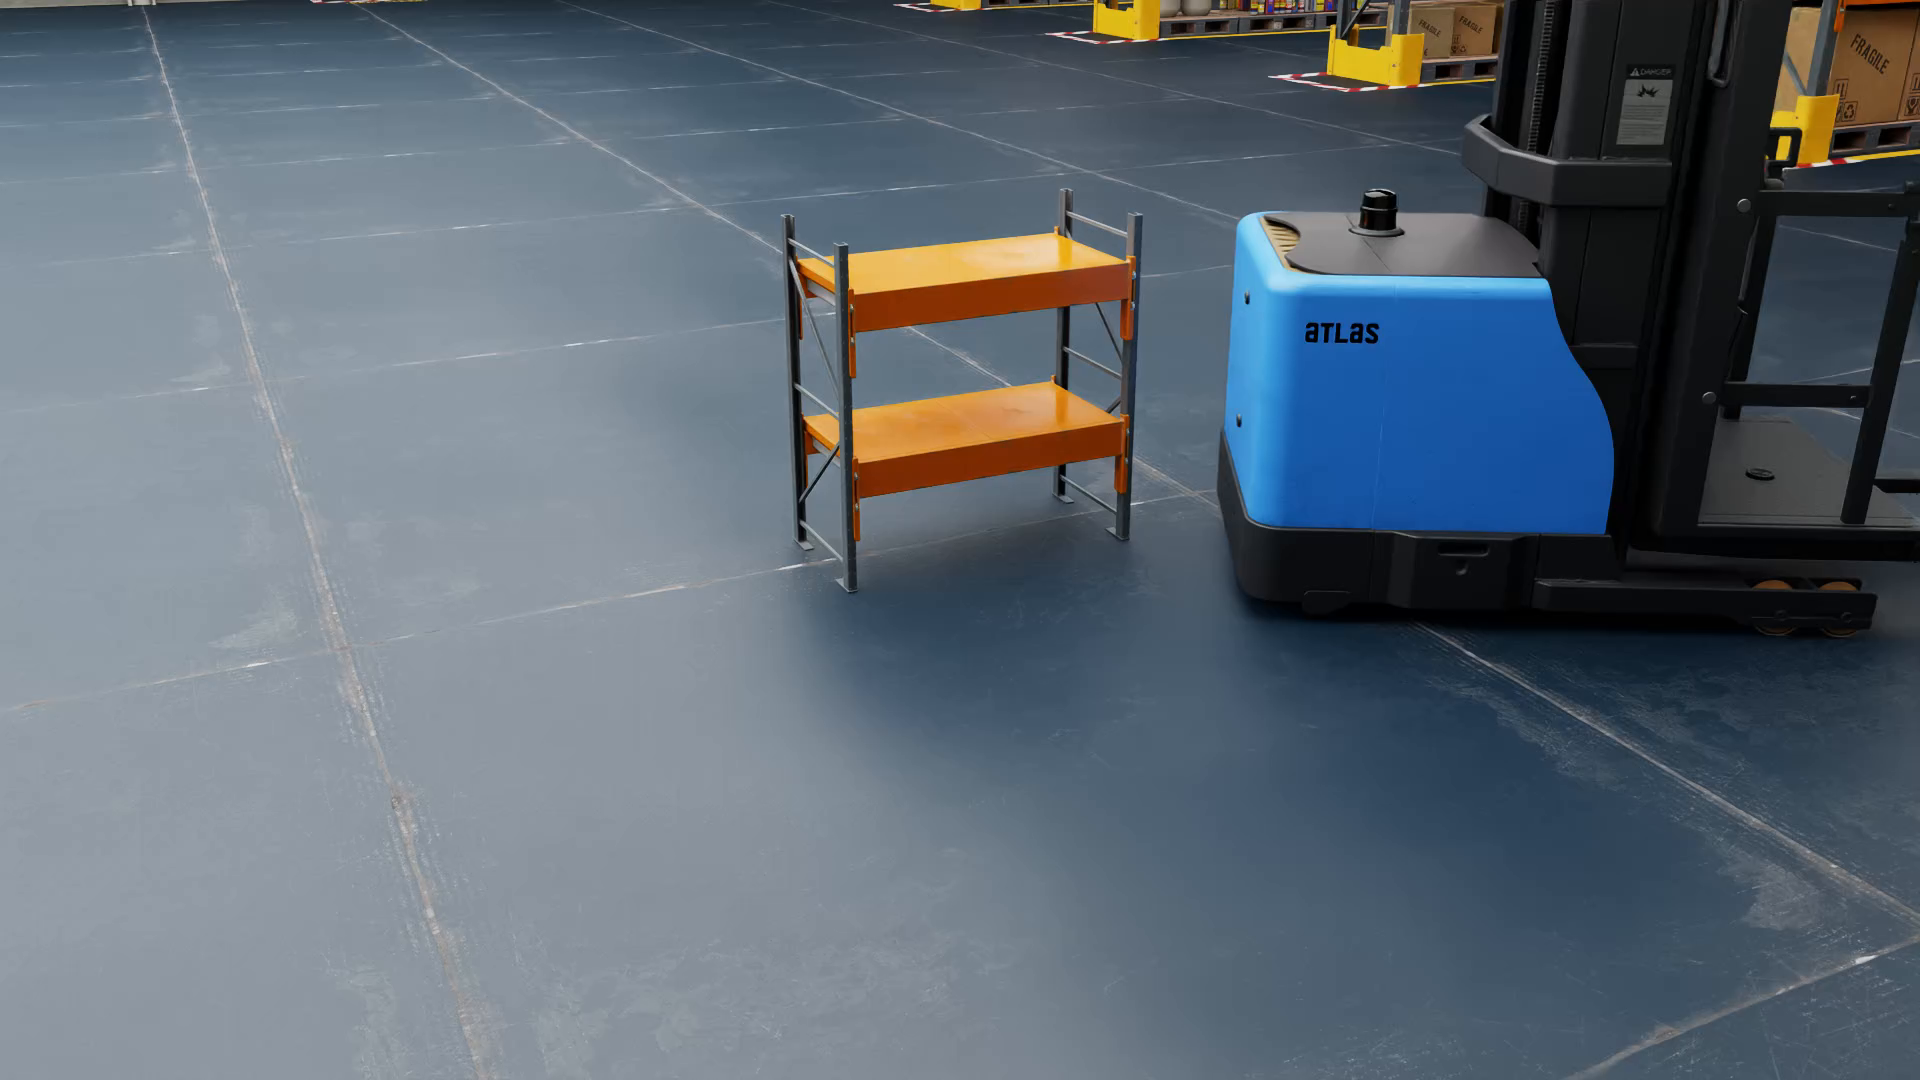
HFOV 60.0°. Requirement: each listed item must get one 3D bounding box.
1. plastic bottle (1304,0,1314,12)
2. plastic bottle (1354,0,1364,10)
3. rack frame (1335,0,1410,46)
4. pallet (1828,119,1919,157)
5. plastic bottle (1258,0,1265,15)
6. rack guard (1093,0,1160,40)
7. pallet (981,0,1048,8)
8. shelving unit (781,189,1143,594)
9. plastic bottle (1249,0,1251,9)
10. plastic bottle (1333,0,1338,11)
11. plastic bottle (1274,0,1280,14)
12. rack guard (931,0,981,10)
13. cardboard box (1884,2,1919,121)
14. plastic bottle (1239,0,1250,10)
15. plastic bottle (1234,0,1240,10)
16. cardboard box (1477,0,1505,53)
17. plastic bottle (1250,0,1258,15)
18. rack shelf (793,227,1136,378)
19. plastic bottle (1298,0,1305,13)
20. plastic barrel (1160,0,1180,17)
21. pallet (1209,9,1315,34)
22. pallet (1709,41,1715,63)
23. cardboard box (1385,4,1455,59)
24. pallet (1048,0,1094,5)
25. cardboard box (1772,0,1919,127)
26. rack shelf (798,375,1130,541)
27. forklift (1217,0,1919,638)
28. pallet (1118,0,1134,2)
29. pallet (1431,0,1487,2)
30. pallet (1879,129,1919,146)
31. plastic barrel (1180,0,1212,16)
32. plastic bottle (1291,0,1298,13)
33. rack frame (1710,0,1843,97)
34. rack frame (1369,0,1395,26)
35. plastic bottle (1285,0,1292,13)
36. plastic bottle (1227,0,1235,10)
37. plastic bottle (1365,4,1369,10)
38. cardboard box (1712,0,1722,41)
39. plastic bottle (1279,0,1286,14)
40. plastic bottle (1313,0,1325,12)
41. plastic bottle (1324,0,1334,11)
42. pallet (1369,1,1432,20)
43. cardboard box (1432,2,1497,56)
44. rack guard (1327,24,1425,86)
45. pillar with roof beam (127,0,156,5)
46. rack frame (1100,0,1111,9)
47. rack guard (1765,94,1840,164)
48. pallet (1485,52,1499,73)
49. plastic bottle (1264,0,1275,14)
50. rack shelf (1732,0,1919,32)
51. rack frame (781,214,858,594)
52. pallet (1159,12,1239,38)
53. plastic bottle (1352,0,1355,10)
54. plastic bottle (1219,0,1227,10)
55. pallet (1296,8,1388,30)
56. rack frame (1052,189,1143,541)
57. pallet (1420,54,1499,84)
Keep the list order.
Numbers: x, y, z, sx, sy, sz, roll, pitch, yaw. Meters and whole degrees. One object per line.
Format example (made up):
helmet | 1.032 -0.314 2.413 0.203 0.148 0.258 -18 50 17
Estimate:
plastic bottle | 4.633 -7.196 22.197 0.135 0.276 0.152 -10 24 -23
plastic bottle | 5.410 -7.323 22.495 0.133 0.283 0.061 -9 24 -21
rack frame | 4.244 -6.198 16.800 0.127 3.000 1.000 -10 25 -24
pallet | 6.991 -3.343 13.549 1.213 0.211 1.003 -10 25 -24
plastic bottle | 3.958 -7.025 21.883 0.097 0.201 0.097 0 22 0
rack guard | 2.144 -6.778 21.472 0.348 0.500 1.175 -10 25 -24
pallet | 0.622 -8.465 25.924 1.213 0.211 1.003 -10 25 -24
shelving unit | 0.006 -0.521 5.538 1.048 1.125 0.538 -10 25 -24
plastic bottle | 3.925 -7.360 22.595 0.135 0.276 0.152 -11 25 -25
plastic bottle | 5.072 -7.309 22.374 0.185 0.351 0.144 -12 25 -26
plastic bottle | 4.174 -7.097 21.966 0.097 0.271 0.097 0 22 0
rack guard | -0.070 -8.453 25.518 0.348 0.500 1.175 -10 25 -24
cardboard box | 7.679 -3.966 13.637 0.875 0.875 0.875 -11 25 -24
plastic bottle | 3.847 -7.304 22.450 0.133 0.283 0.061 -10 25 -24
plastic bottle | 3.800 -7.337 22.540 0.135 0.276 0.152 -10 25 -23
cardboard box | 5.910 -5.543 17.937 0.500 0.500 0.500 -8 24 -19
plastic bottle | 3.865 -7.041 21.829 0.097 0.271 0.097 0 22 0
rack shelf | 0.006 -0.791 5.426 1.000 0.278 0.538 -10 25 -24
plastic bottle | 4.539 -7.132 22.142 0.097 0.201 0.097 0 22 0
plastic barrel | 2.656 -7.085 21.647 0.421 0.512 0.421 0 22 0
pallet | 3.976 -6.979 22.333 1.213 0.211 1.003 -10 25 -24
pallet | 8.549 -5.702 19.250 1.213 0.211 1.003 -10 25 -24
cardboard box | 4.814 -5.334 17.434 0.500 0.500 0.500 -6 23 -14
pallet | 1.720 -8.666 26.409 1.213 0.211 1.003 -10 25 -24
cardboard box | 6.887 -3.819 13.283 0.875 0.875 0.875 -10 25 -23
rack shelf | 0.006 -0.295 5.631 1.000 0.278 0.538 -10 25 -24
forklift | 2.412 -1.268 4.981 3.031 2.935 1.130 1 23 3
pallet | 2.821 -8.870 26.902 1.213 0.211 1.003 -10 25 -24
pallet | 7.492 -7.627 23.900 1.213 0.211 1.003 -10 25 -24
pallet | 8.089 -3.543 14.034 1.213 0.211 1.003 -10 25 -24
plastic barrel | 3.108 -7.168 21.848 0.421 0.512 0.421 0 22 0
plastic bottle | 4.447 -7.148 22.087 0.097 0.271 0.097 0 22 0
rack frame | 6.304 -4.471 12.630 0.127 3.000 1.000 -10 25 -24
rack frame | 5.700 -8.568 22.527 0.127 3.000 1.000 -10 25 -24
plastic bottle | 4.353 -7.098 22.059 0.097 0.201 0.097 0 22 0
plastic bottle | 3.658 -7.334 22.522 0.133 0.283 0.061 -10 24 -22
plastic bottle | 5.509 -7.311 22.573 0.097 0.201 0.097 0 22 0
cardboard box | 8.411 -6.004 19.025 0.500 0.500 0.700 -13 26 -28
plastic bottle | 4.264 -7.114 22.006 0.097 0.271 0.097 0 22 0
plastic bottle | 4.781 -7.256 22.245 0.185 0.351 0.144 -11 25 -24
plastic bottle | 4.943 -7.237 22.287 0.133 0.283 0.061 -9 24 -20
pallet | 6.391 -7.423 23.407 1.213 0.211 1.003 -10 25 -24
cardboard box | 5.338 -5.445 17.702 0.500 0.500 0.500 -4 23 -10
rack guard | 4.313 -5.055 17.309 0.348 0.500 1.175 -10 25 -24
pillar with roof beam | -10.890 -11.031 20.632 0.400 9.000 9.100 -10 25 -24
rack frame | 2.096 -7.904 20.924 0.127 3.000 1.000 -10 25 -24
rack guard | 6.283 -3.313 13.099 0.348 0.500 1.175 -10 25 -24
pallet | 6.158 -5.245 18.145 1.213 0.211 1.003 -10 25 -24
plastic bottle | 4.077 -7.077 21.902 0.133 0.283 0.061 -10 25 -23
rack shelf | 8.107 -4.471 13.569 4.000 0.370 1.077 -10 25 -24
rack frame | -0.452 -0.437 5.334 0.032 1.125 0.500 -10 25 -24
pallet | 2.879 -6.778 21.848 1.213 0.211 1.003 -10 25 -24
plastic bottle | 5.245 -7.341 22.451 0.185 0.351 0.144 -11 25 -25
plastic bottle | 3.561 -7.271 22.476 0.097 0.201 0.097 0 22 0
pallet | 5.077 -7.183 22.826 1.213 0.211 1.003 -10 25 -24
rack frame | 0.464 -0.605 5.741 0.032 1.125 0.500 -10 25 -24
pallet | 5.060 -5.044 17.660 1.213 0.211 1.003 -10 25 -24
